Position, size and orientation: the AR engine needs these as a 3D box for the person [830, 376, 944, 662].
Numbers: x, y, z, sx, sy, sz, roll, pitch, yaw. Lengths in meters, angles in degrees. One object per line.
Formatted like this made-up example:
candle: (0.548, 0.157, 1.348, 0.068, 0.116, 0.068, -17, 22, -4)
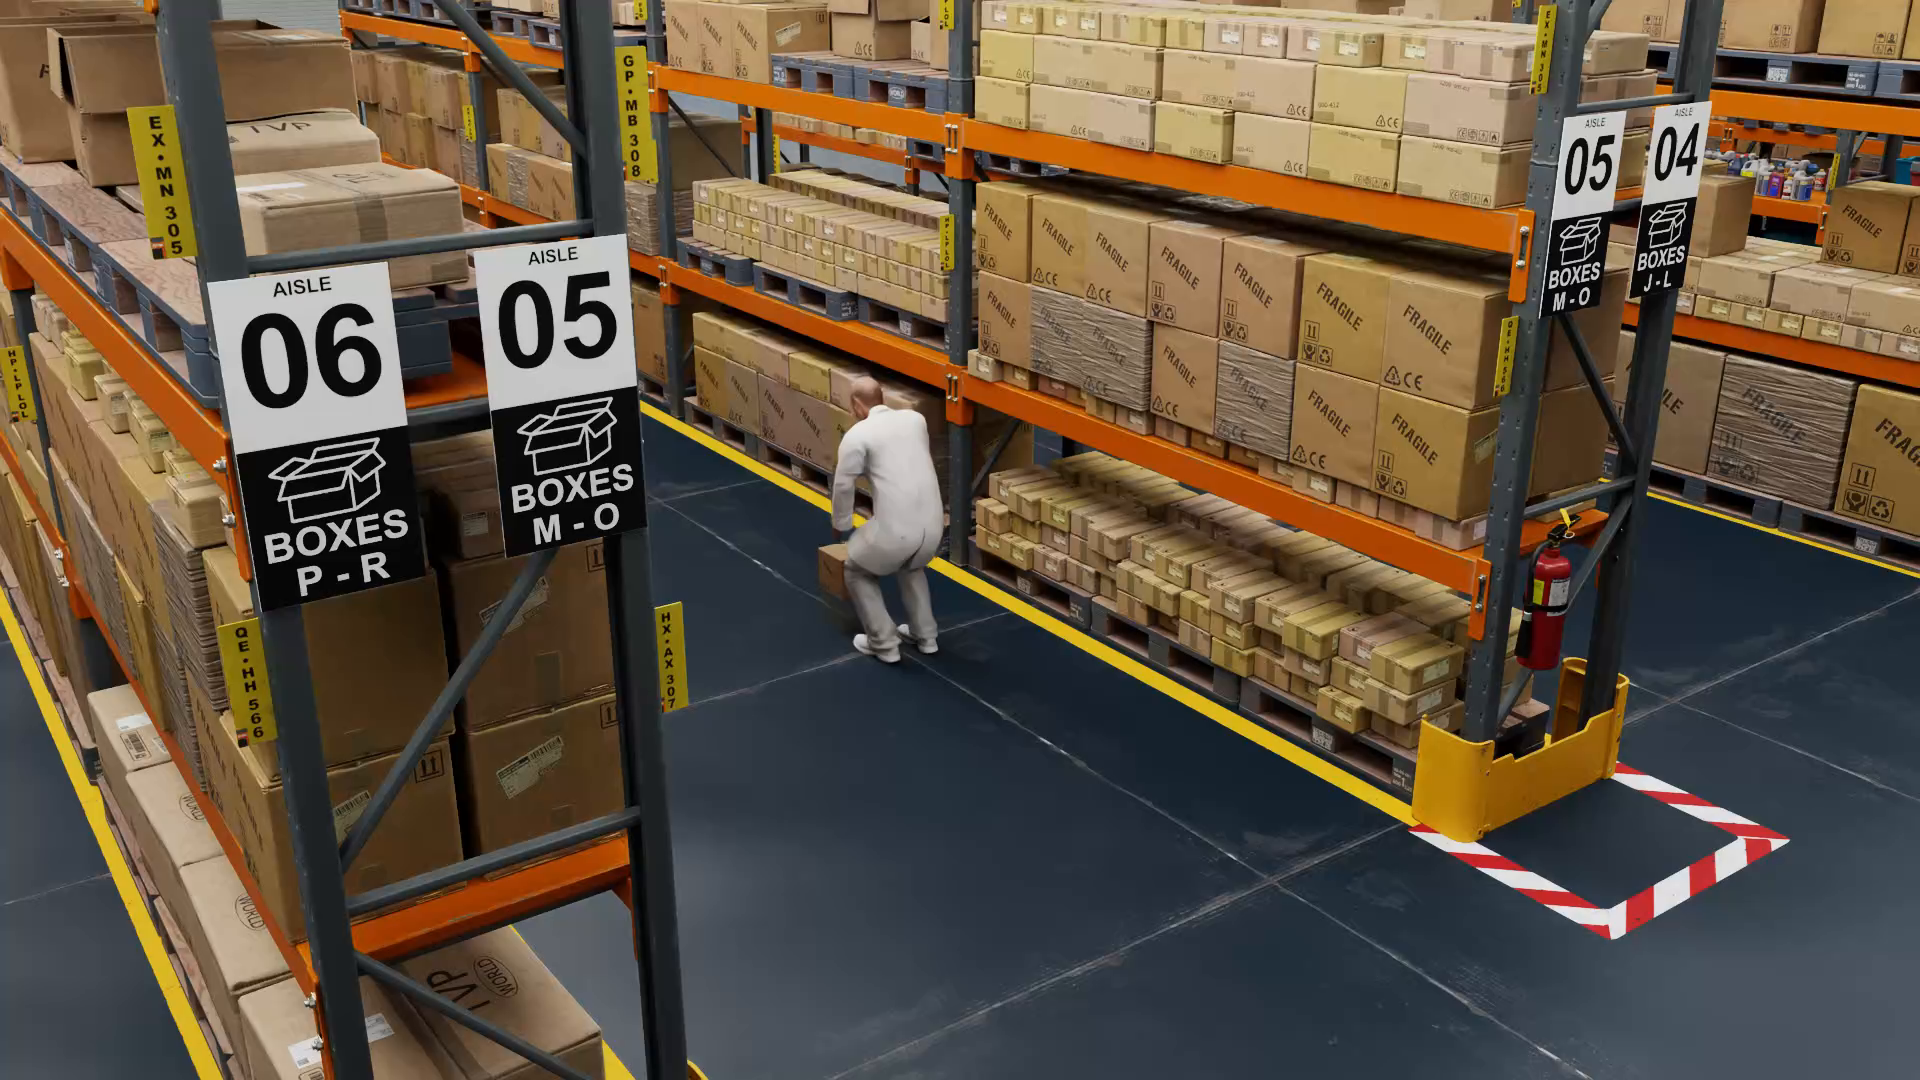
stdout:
person: (-0.392, -0.103, 9.177, 0.625, 1.564, 0.612, -14, 25, -33)
